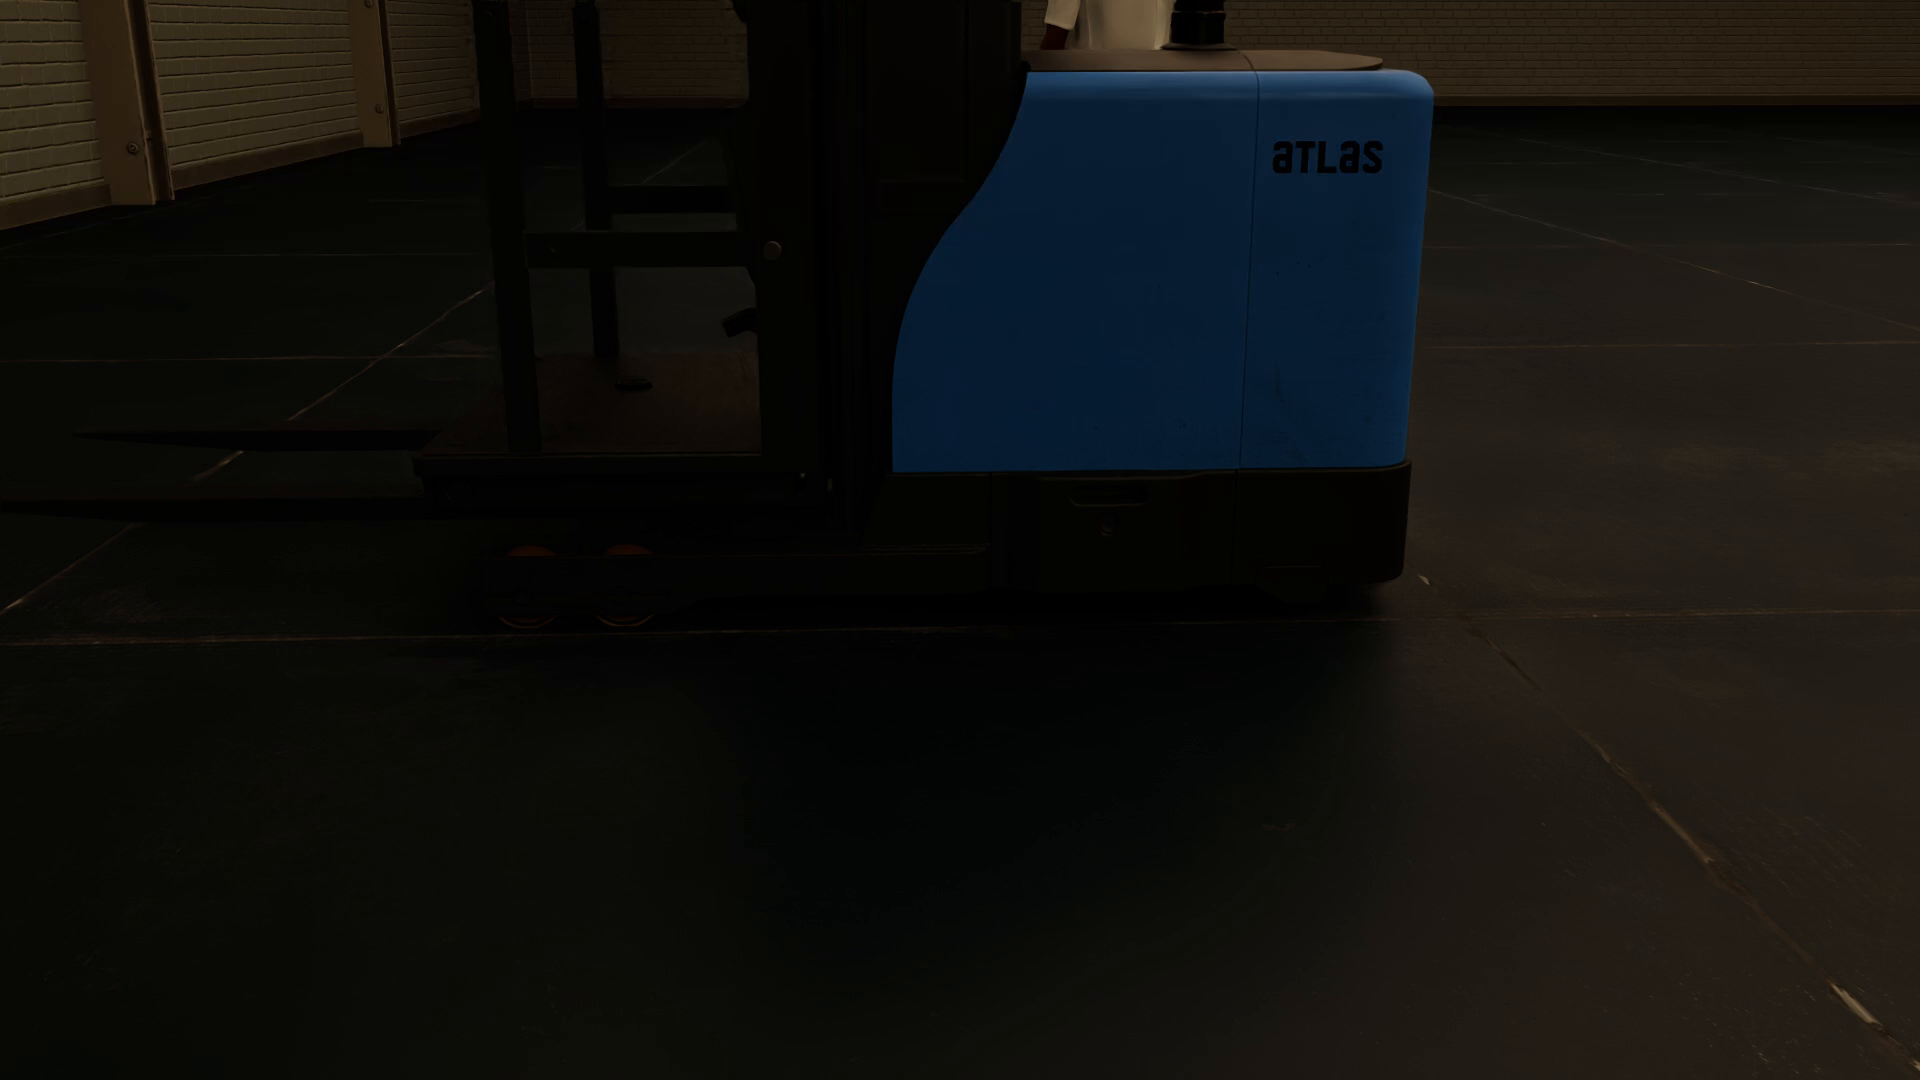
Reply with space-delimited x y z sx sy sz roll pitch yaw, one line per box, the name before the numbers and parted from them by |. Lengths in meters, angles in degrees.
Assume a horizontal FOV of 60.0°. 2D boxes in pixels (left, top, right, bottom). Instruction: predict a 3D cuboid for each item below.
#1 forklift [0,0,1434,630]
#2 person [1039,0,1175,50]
forklift | -0.607 -1.380 3.419 3.031 2.935 1.130 -1 17 -2
person | 0.617 -1.830 6.856 0.665 1.765 0.577 -3 17 -11
